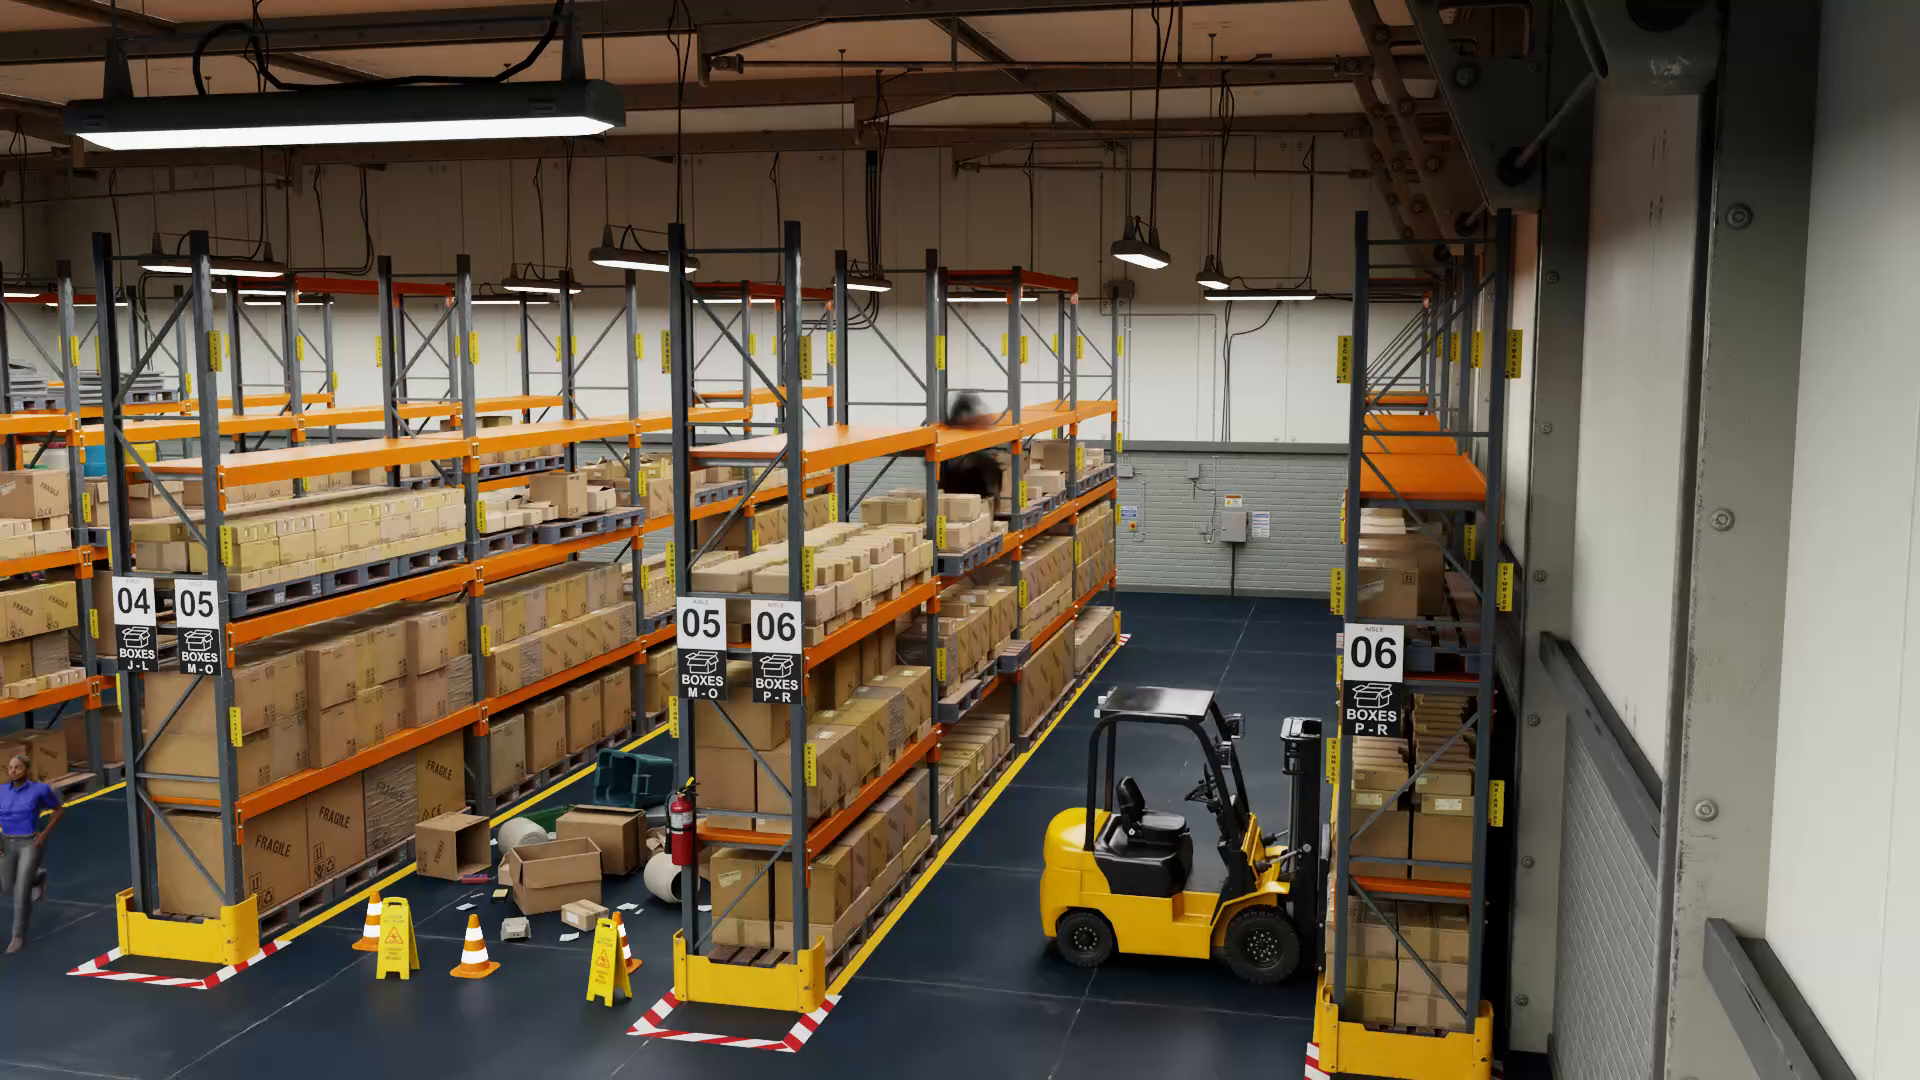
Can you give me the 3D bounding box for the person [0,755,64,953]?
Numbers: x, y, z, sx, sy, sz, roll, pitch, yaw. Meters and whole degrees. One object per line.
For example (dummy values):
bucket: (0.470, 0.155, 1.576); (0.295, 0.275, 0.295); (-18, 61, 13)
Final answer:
person: (-8.065, 2.649, 14.357); (0.568, 1.632, 0.866); (0, 7, -3)
